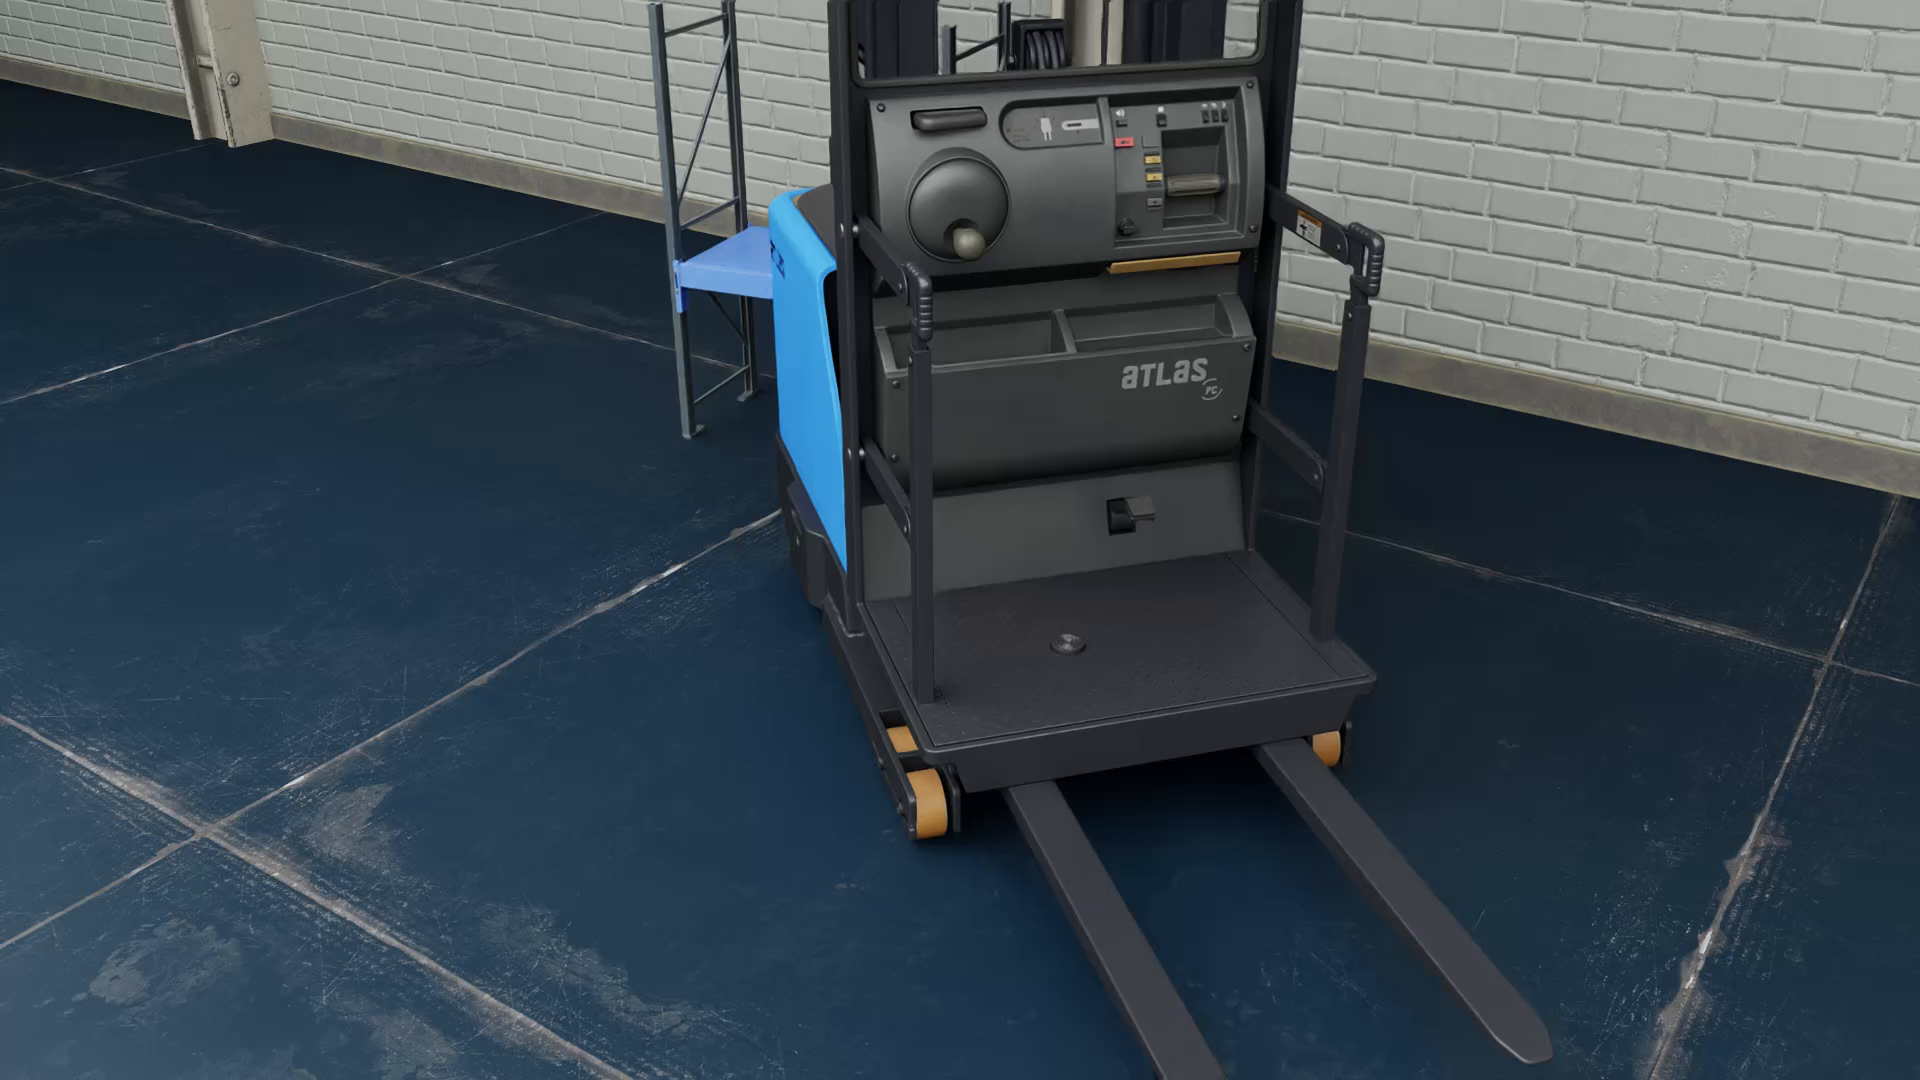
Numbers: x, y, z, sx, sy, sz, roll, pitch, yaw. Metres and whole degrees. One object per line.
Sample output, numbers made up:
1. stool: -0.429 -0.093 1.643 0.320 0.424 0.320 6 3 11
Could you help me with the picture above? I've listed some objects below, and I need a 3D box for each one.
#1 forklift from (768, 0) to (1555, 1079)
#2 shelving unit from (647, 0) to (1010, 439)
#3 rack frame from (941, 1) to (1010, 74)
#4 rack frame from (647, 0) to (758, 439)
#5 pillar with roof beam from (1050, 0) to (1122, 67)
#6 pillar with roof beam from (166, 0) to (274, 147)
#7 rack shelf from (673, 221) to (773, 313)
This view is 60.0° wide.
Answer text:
1. forklift: 0.318 -0.806 3.603 1.130 2.935 3.031 -7 28 -14
2. shelving unit: -0.417 -1.049 5.657 1.048 1.500 0.538 11 29 20
3. rack frame: 0.052 -0.959 5.481 0.032 1.500 0.500 11 29 20
4. rack frame: -0.885 -1.138 5.832 0.032 1.500 0.500 11 29 20
5. pillar with roof beam: -1.843 -3.279 1.771 0.400 9.000 9.100 17 32 30
6. pillar with roof beam: -6.788 -4.819 4.798 0.400 9.000 9.100 17 32 30
7. rack shelf: -0.417 -0.888 5.739 1.000 0.185 0.538 11 29 20
